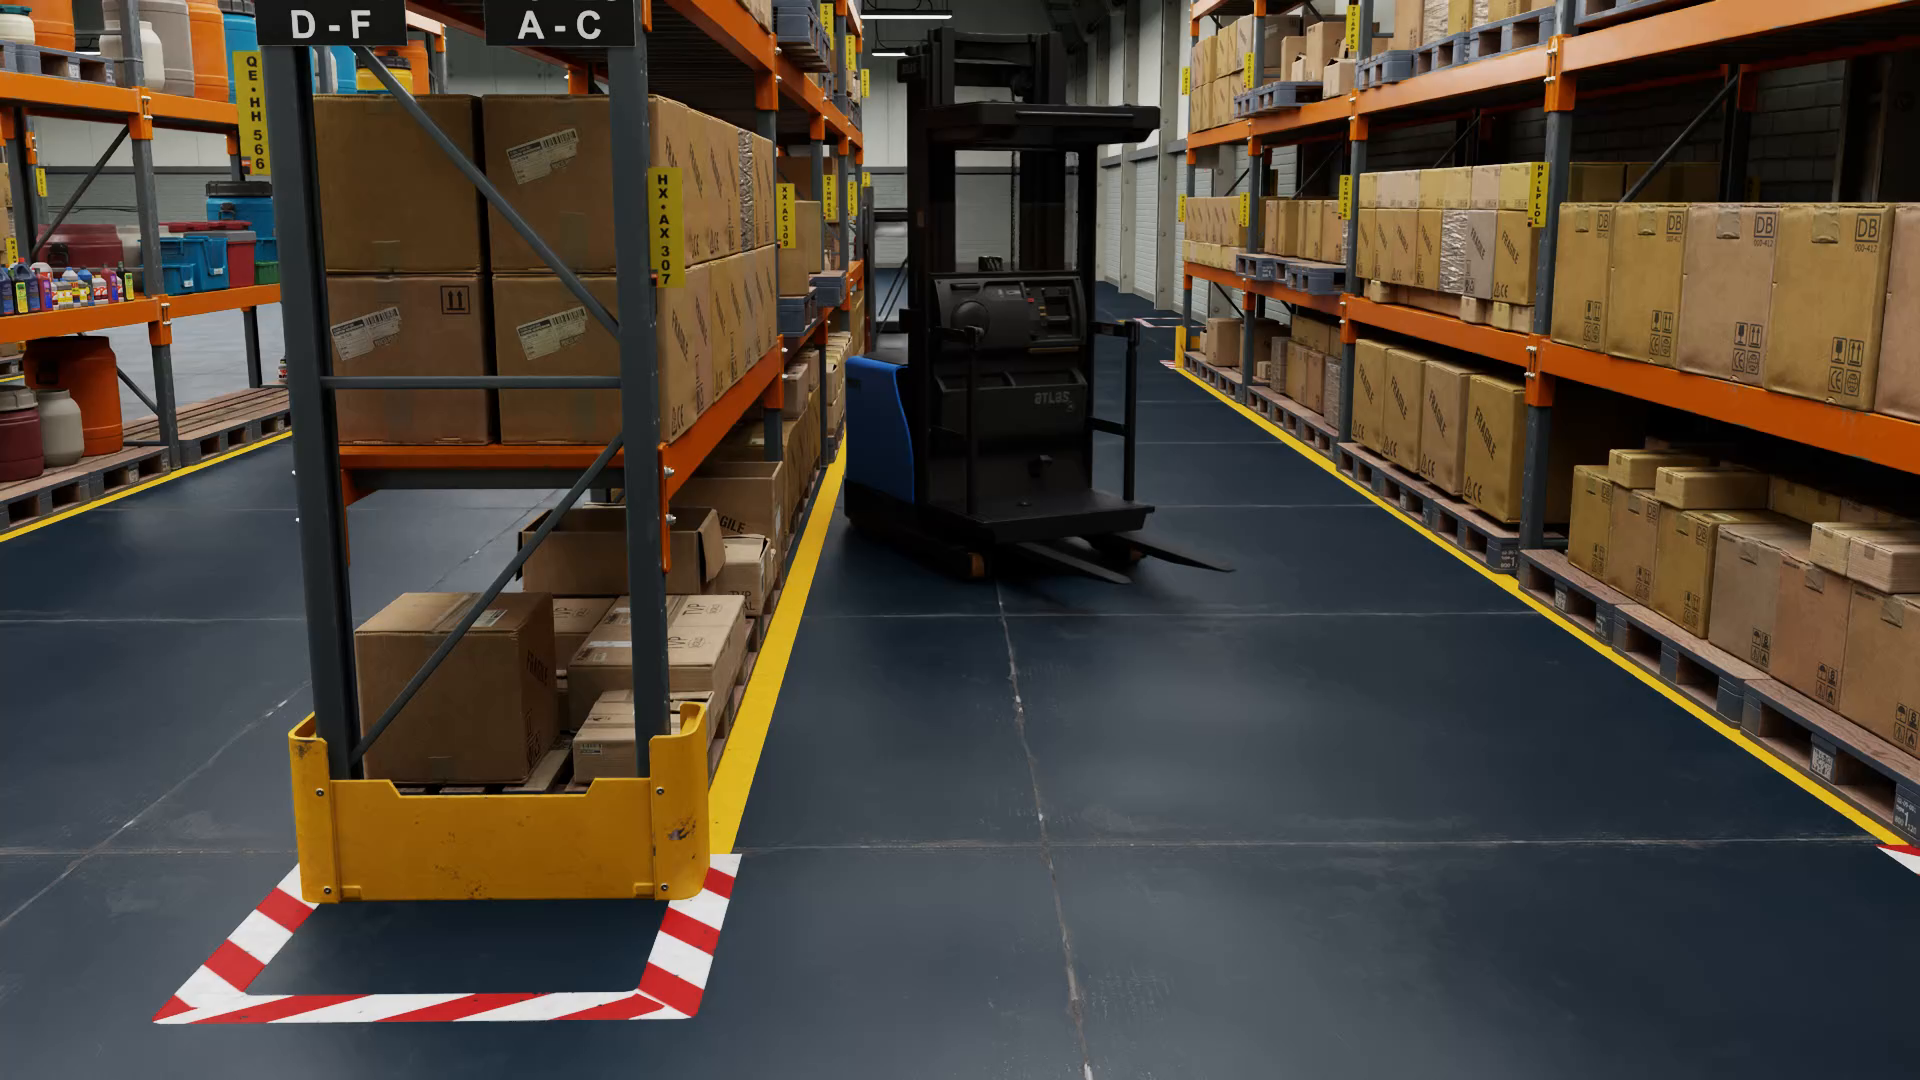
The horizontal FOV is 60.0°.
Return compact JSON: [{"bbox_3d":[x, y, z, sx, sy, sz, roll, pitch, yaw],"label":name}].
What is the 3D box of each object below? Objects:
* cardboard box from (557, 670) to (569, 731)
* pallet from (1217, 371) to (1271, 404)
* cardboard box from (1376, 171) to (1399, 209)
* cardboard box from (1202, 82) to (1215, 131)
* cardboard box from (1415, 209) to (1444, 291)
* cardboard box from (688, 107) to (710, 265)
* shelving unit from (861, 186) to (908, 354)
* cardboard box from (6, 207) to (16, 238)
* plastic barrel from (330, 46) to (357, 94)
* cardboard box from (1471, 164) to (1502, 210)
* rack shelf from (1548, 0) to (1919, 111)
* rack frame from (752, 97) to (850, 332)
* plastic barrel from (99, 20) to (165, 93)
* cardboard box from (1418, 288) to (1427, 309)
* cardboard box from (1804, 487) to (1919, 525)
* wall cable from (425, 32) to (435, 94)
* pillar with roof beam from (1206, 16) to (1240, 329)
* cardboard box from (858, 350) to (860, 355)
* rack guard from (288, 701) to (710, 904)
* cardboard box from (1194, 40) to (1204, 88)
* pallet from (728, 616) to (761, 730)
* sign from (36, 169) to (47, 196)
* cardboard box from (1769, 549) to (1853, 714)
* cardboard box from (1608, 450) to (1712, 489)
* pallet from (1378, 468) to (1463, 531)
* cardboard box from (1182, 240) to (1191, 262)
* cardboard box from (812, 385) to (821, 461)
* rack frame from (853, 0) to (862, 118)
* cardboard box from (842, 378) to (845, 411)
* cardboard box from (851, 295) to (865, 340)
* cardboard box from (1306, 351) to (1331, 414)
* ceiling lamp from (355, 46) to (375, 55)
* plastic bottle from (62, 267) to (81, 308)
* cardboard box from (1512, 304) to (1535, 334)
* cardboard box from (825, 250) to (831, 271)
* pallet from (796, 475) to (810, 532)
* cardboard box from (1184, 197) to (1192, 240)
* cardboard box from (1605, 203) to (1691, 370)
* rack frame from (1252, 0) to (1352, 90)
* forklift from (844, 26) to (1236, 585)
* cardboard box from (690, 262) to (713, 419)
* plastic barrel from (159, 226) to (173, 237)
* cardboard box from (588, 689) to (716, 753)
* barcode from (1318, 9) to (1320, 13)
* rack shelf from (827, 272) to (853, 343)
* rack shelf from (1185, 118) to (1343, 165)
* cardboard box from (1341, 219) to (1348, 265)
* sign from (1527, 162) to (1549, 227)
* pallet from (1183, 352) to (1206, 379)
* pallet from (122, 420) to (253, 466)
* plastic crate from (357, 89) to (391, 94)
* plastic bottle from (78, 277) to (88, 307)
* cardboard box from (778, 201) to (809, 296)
[{"bbox_3d":[-1.529,0.552,5.813,0.380,0.166,0.250,0,11,-1],"label":"cardboard box"},{"bbox_3d":[3.302,-1.606,17.445,1.003,0.211,1.213,0,11,-1],"label":"pallet"},{"bbox_3d":[3.197,-2.418,11.499,0.500,0.250,0.500,0,11,-2],"label":"cardboard box"},{"bbox_3d":[3.016,-4.886,18.752,0.500,0.500,0.500,0,11,1],"label":"cardboard box"},{"bbox_3d":[3.217,-1.845,10.559,0.500,0.500,0.500,0,11,0],"label":"cardboard box"},{"bbox_3d":[-1.117,-1.165,5.492,0.500,0.500,0.500,0,11,-1],"label":"cardboard box"},{"bbox_3d":[-0.401,-1.235,10.857,0.431,2.100,0.503,-2,12,-7],"label":"shelving unit"},{"bbox_3d":[-11.604,-3.659,19.550,0.875,0.500,0.500,0,11,-1],"label":"cardboard box"},{"bbox_3d":[-6.467,-4.919,16.898,0.600,0.901,0.708,0,11,-1],"label":"plastic barrel"},{"bbox_3d":[3.250,-2.015,9.510,0.500,0.250,0.500,0,11,0],"label":"cardboard box"},{"bbox_3d":[3.558,-1.969,6.486,1.077,0.370,4.000,0,11,-1],"label":"rack shelf"},{"bbox_3d":[-1.601,-2.818,16.407,1.000,3.000,0.127,0,11,-1],"label":"rack frame"},{"bbox_3d":[-6.171,-3.591,12.392,0.421,0.512,0.421,0,11,0],"label":"plastic barrel"},{"bbox_3d":[3.264,-1.609,11.027,0.380,0.149,0.250,0,11,0],"label":"cardboard box"},{"bbox_3d":[3.659,-0.119,6.703,0.380,0.149,0.250,0,11,-1],"label":"cardboard box"},{"bbox_3d":[-17.212,-14.567,50.674,2.305,6.003,0.169,0,11,-1],"label":"wall cable"},{"bbox_3d":[-0.280,-7.614,24.957,9.100,9.000,0.400,0,11,-1],"label":"pillar with roof beam"},{"bbox_3d":[-1.313,-1.869,17.589,0.500,0.250,0.500,0,11,-1],"label":"cardboard box"},{"bbox_3d":[-1.355,0.777,4.972,1.175,0.500,0.348,0,11,-1],"label":"rack guard"},{"bbox_3d":[2.994,-5.476,19.146,0.500,0.500,0.500,0,11,-2],"label":"cardboard box"},{"bbox_3d":[-1.395,0.518,6.974,1.003,0.211,1.213,0,11,-1],"label":"pallet"},{"bbox_3d":[-11.033,-4.294,19.974,0.100,0.325,0.005,0,11,-1],"label":"sign"},{"bbox_3d":[3.474,0.327,6.134,0.700,0.500,0.500,0,11,-1],"label":"cardboard box"},{"bbox_3d":[3.254,-0.330,7.740,0.380,0.149,0.250,0,11,1],"label":"cardboard box"},{"bbox_3d":[3.397,-0.279,10.902,1.003,0.211,1.213,0,11,-1],"label":"pallet"},{"bbox_3d":[2.961,-3.473,19.959,0.500,0.250,0.500,-1,11,-3],"label":"cardboard box"},{"bbox_3d":[-1.265,-0.829,11.781,0.500,0.500,0.500,0,11,1],"label":"cardboard box"},{"bbox_3d":[-1.684,-6.554,19.730,1.000,3.000,0.127,0,11,-1],"label":"rack frame"},{"bbox_3d":[-1.274,-1.292,14.743,0.500,0.250,0.500,0,11,0],"label":"cardboard box"},{"bbox_3d":[-1.340,-2.535,18.984,0.500,0.500,0.500,0,11,-1],"label":"cardboard box"},{"bbox_3d":[3.434,-1.379,14.494,0.700,0.500,0.500,0,11,-1],"label":"cardboard box"},{"bbox_3d":[-15.748,-14.416,43.802,2.000,3.185,0.800,0,11,-1],"label":"ceiling lamp"},{"bbox_3d":[-6.039,-1.716,11.295,0.097,0.271,0.097,0,11,0],"label":"plastic bottle"},{"bbox_3d":[3.227,-1.202,9.021,0.380,0.149,0.250,0,11,-1],"label":"cardboard box"},{"bbox_3d":[-1.399,-2.578,15.562,0.396,0.266,0.258,-1,11,-3],"label":"cardboard box"},{"bbox_3d":[-1.519,-0.266,10.840,1.003,0.211,1.213,0,11,-1],"label":"pallet"},{"bbox_3d":[2.978,-3.842,19.895,0.500,0.500,0.500,0,11,-1],"label":"cardboard box"},{"bbox_3d":[3.521,-1.143,7.395,0.980,0.700,0.700,-1,11,-3],"label":"cardboard box"},{"bbox_3d":[3.351,-5.780,15.914,1.000,3.000,0.127,0,11,-1],"label":"rack frame"},{"bbox_3d":[0.386,-1.310,9.143,1.130,2.935,3.031,-6,13,-26],"label":"forklift"},{"bbox_3d":[-1.115,-0.674,5.585,0.500,0.500,0.500,0,11,-2],"label":"cardboard box"},{"bbox_3d":[-6.714,-2.346,13.796,0.421,0.512,0.421,0,11,0],"label":"plastic barrel"},{"bbox_3d":[-1.023,0.606,5.549,0.380,0.166,0.250,0,11,-1],"label":"cardboard box"},{"bbox_3d":[3.753,-5.519,17.394,0.001,0.075,0.075,0,11,-1],"label":"barcode"},{"bbox_3d":[-1.560,-2.068,14.519,1.077,0.370,4.000,0,11,-1],"label":"rack shelf"},{"bbox_3d":[3.310,-4.355,18.244,1.077,0.370,4.000,0,11,-1],"label":"rack shelf"},{"bbox_3d":[3.414,-2.402,12.998,0.700,0.500,0.500,-2,12,-8],"label":"cardboard box"},{"bbox_3d":[2.974,-1.774,8.544,0.100,0.325,0.005,0,11,-1],"label":"sign"},{"bbox_3d":[3.252,-2.091,19.836,1.003,0.211,1.213,0,11,-1],"label":"pallet"},{"bbox_3d":[-6.448,-0.791,13.428,1.003,0.211,1.213,0,11,-1],"label":"pallet"},{"bbox_3d":[-6.296,-4.678,18.071,0.392,0.384,0.575,0,11,-1],"label":"plastic crate"},{"bbox_3d":[-6.041,-1.701,11.397,0.097,0.201,0.097,0,11,0],"label":"plastic bottle"},{"bbox_3d":[-1.222,-1.578,8.985,0.700,0.500,0.500,-4,12,-20],"label":"cardboard box"}]
